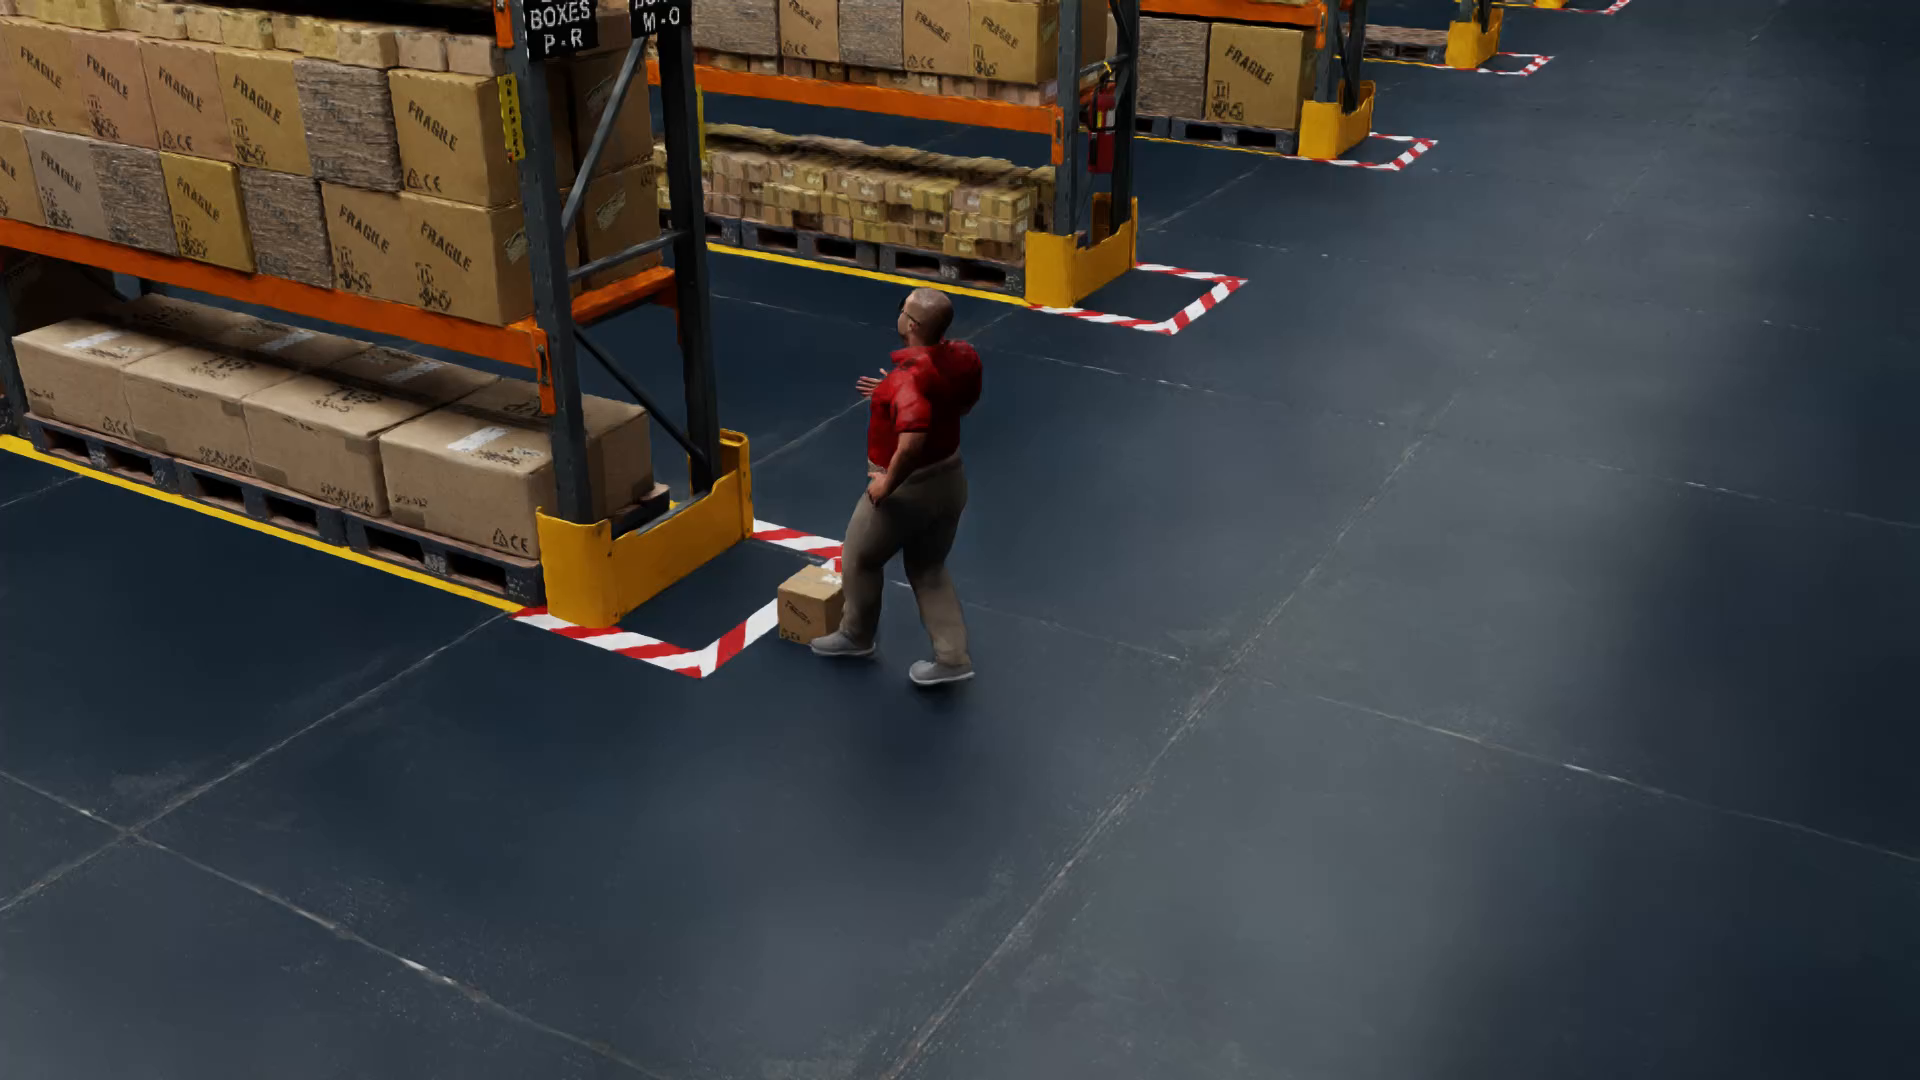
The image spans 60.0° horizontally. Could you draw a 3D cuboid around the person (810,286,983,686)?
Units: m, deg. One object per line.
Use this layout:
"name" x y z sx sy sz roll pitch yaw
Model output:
"person" -0.240 -0.217 6.592 0.622 1.711 0.854 -21 33 -36
